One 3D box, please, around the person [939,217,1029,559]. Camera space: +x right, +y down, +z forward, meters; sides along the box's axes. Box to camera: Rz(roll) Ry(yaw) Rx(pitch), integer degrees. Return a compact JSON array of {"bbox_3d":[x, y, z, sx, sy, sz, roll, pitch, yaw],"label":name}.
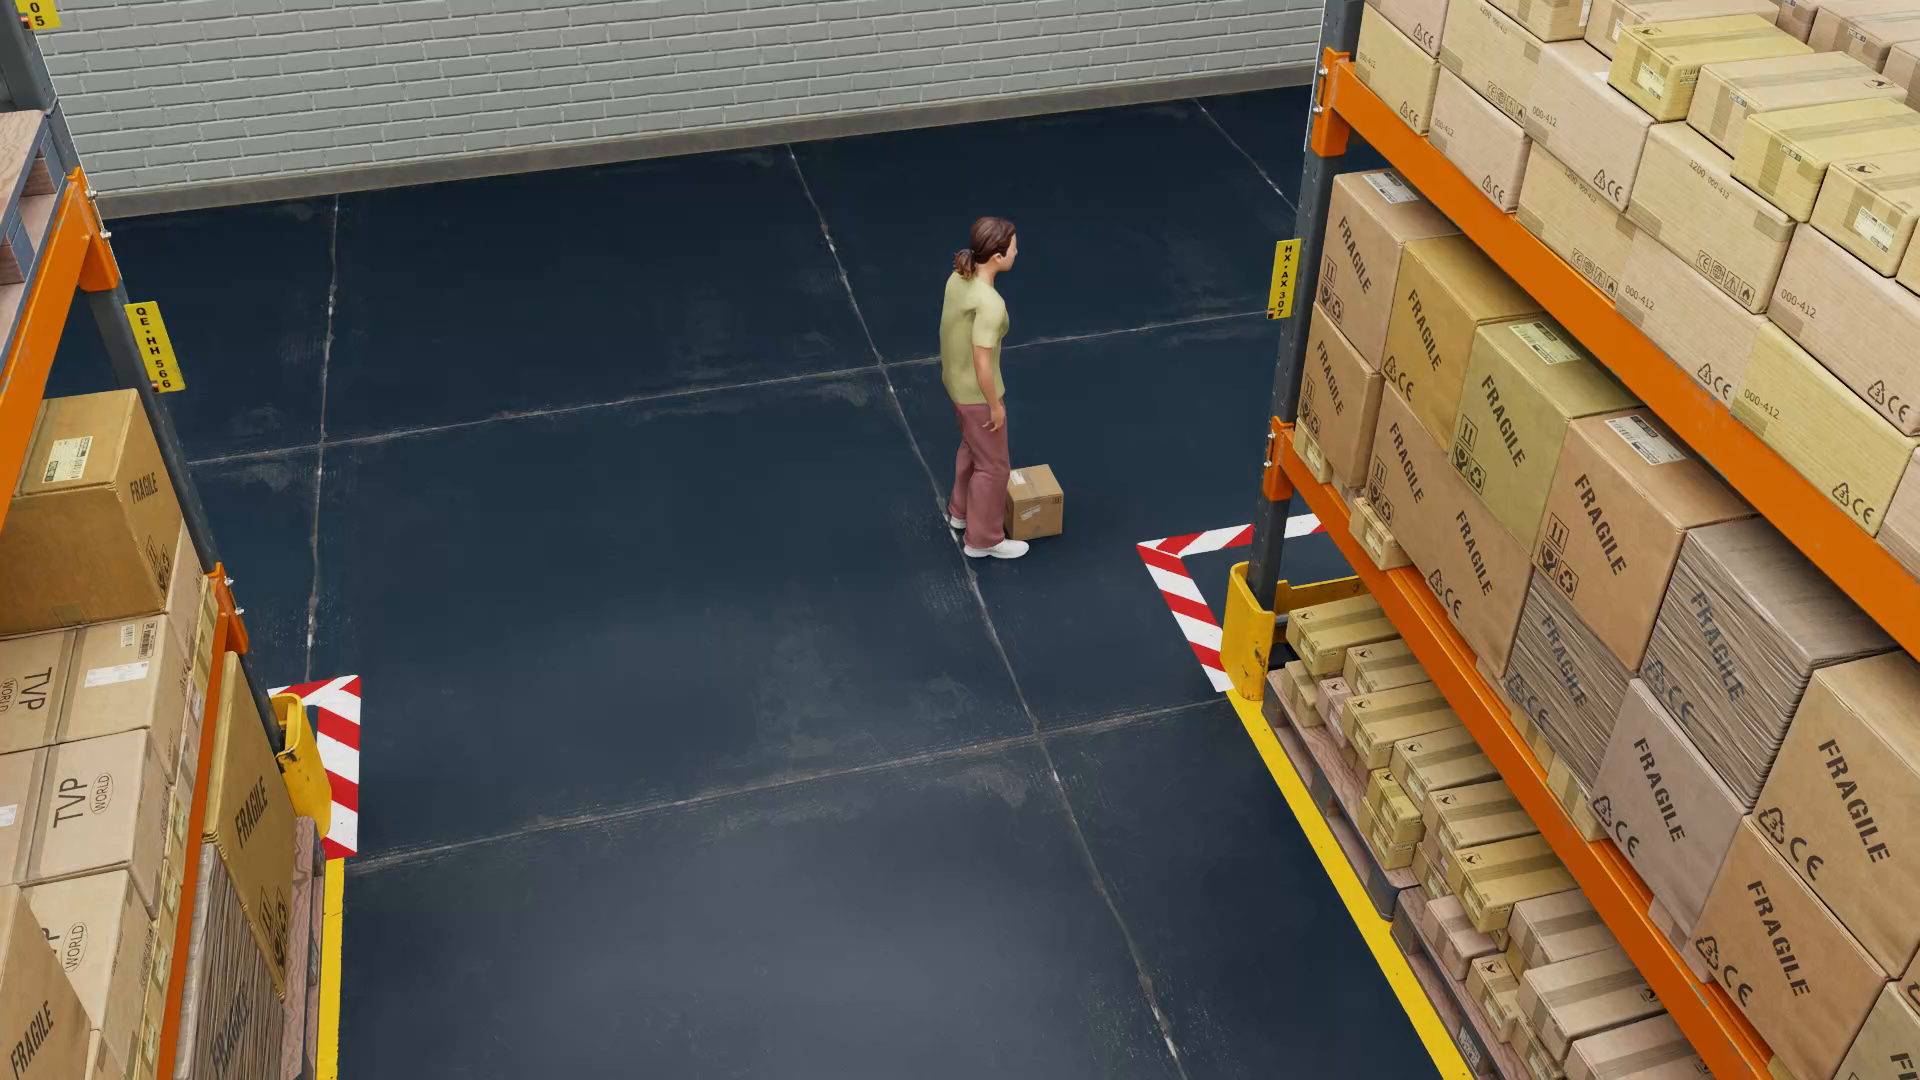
[{"bbox_3d":[0.101,-0.695,7.596,0.361,1.671,0.510,-11,40,-14],"label":"person"}]
